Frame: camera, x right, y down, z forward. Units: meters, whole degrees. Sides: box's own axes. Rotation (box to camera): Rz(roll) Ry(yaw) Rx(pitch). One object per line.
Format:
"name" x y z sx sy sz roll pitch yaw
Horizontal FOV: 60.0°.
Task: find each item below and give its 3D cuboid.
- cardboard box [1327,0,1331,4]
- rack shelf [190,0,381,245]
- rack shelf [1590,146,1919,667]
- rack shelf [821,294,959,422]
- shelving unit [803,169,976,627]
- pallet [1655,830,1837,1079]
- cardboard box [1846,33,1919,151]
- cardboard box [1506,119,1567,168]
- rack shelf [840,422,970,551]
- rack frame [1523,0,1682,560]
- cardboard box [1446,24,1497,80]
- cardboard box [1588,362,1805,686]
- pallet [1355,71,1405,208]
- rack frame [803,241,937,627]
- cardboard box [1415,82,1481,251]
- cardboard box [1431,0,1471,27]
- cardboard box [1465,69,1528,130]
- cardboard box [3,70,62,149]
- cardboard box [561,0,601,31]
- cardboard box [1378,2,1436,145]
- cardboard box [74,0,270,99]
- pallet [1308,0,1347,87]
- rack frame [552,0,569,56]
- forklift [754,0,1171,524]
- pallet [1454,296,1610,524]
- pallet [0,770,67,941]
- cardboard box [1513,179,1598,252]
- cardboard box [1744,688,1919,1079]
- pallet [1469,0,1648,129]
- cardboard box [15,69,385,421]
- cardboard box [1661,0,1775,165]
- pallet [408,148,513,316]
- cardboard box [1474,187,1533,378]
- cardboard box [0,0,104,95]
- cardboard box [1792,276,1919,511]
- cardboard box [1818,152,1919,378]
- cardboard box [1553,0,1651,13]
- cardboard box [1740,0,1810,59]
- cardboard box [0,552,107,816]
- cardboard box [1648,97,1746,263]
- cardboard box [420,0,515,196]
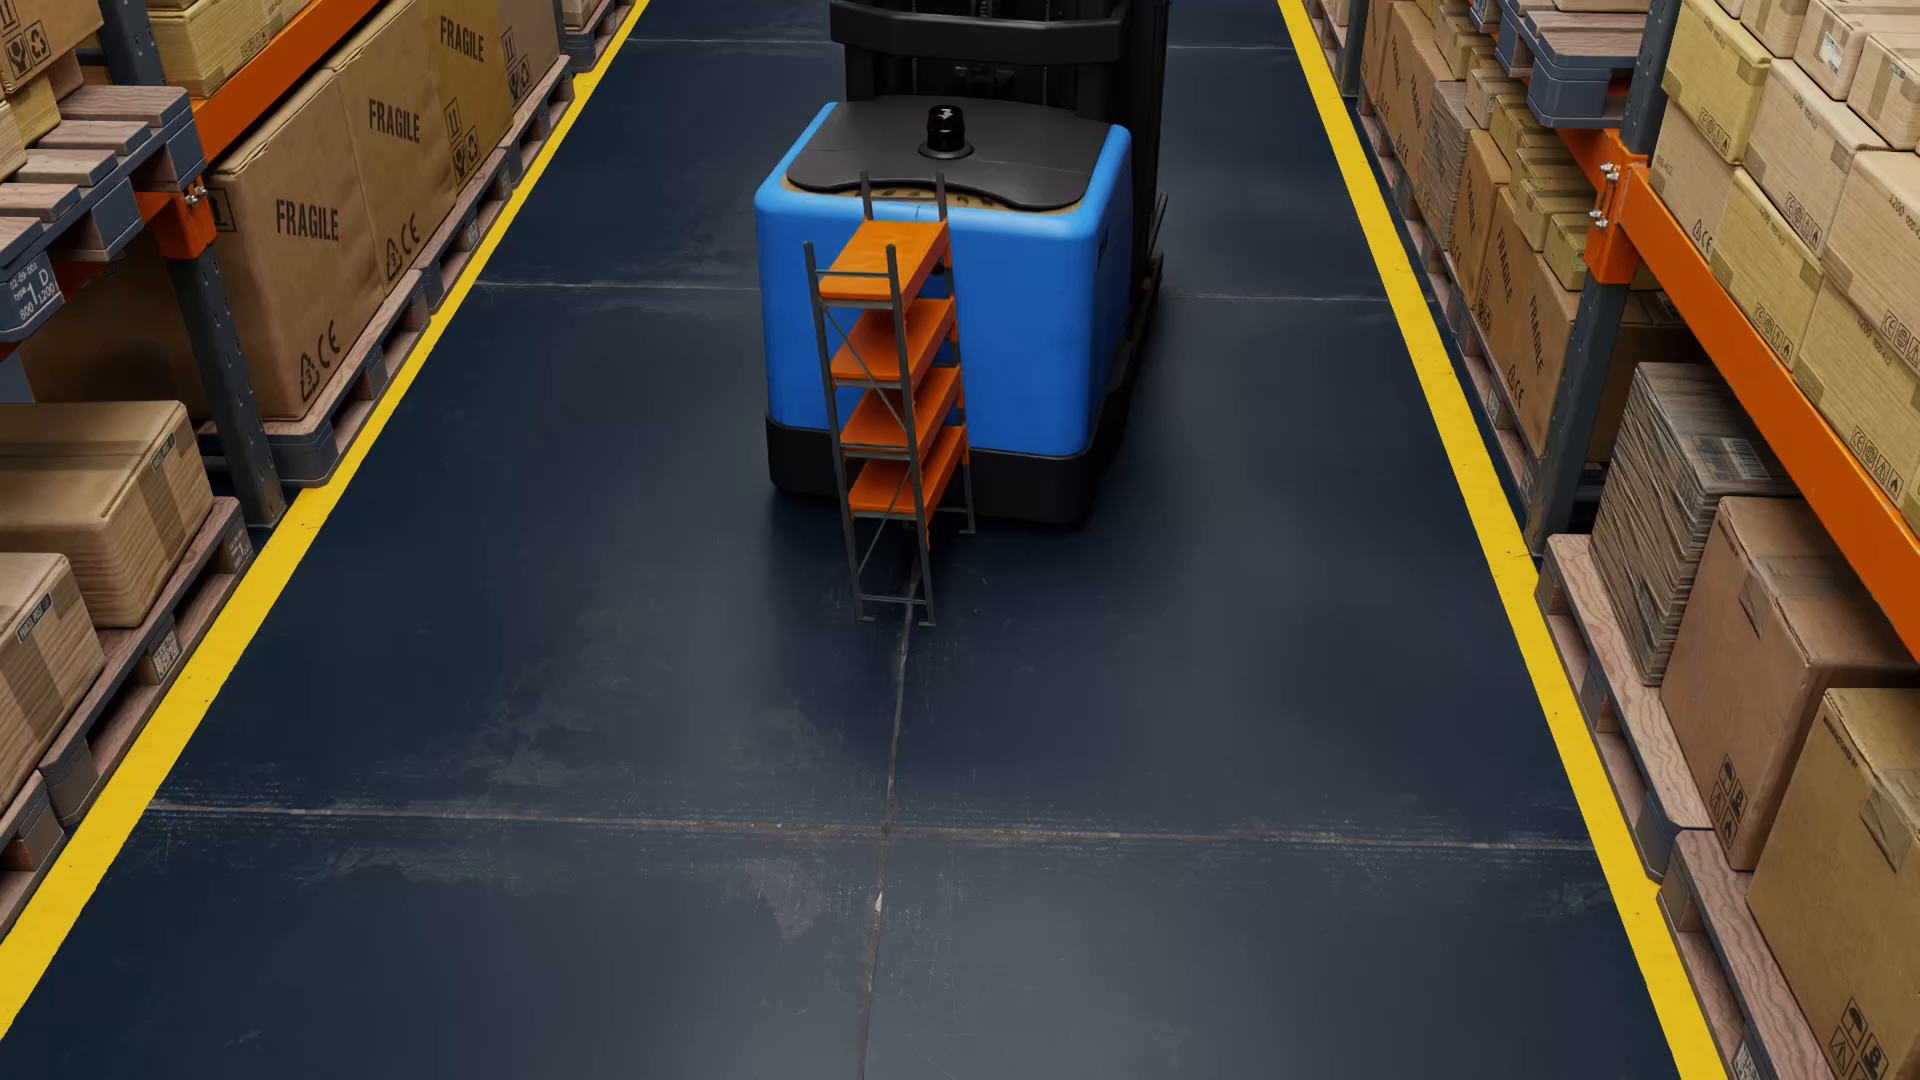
"cardboard box" 2.182 -3.073 9.027 0.396 0.266 0.258 3 35 4
"rack shelf" -2.601 -2.157 6.337 1.077 0.370 4.000 1 35 2
"rack shelf" 2.198 0.253 2.906 1.077 0.370 4.000 1 35 2
"rack shelf" -0.187 -0.520 4.658 0.258 0.148 0.480 4 35 14
"shelving unit" -0.174 -0.390 4.745 0.258 1.200 0.503 4 35 14
"pallet" 2.155 1.122 3.470 1.003 0.211 1.213 1 35 2
"cardboard box" 1.979 -0.868 3.225 0.380 0.149 0.250 2 35 2
"cardboard box" 2.136 -1.353 5.810 0.380 0.149 0.250 2 35 3
"rack shelf" -0.153 -0.170 4.893 0.258 0.148 0.480 4 35 14
"rack frame" 2.278 -1.190 4.335 1.000 3.000 0.127 1 35 2
"cardboard box" 2.169 -1.951 6.662 0.380 0.149 0.250 3 35 4
"cardboard box" 2.240 -0.032 4.387 0.875 0.625 0.625 2 35 3
"pallet" 2.444 -1.879 7.740 1.003 0.211 1.213 1 35 2
"rack frame" -0.234 -0.254 4.551 0.240 1.200 0.015 4 35 14
"cardboard box" 2.132 -1.474 6.547 0.500 0.500 0.500 0 35 0
"cardboard box" 2.229 -2.236 7.068 0.380 0.149 0.250 1 35 1
"cardboard box" 2.126 -1.655 6.241 0.380 0.149 0.250 0 35 0
"cardboard box" -2.398 -1.022 3.949 0.380 0.149 0.250 2 35 3
"cardboard box" -2.388 -3.082 8.890 0.875 0.438 0.875 1 35 1
"cardboard box" 2.183 -2.058 7.379 0.500 0.500 0.500 1 35 1
"cardboard box" -2.410 -1.517 4.930 0.500 0.250 0.500 1 35 1
"pallet" 2.468 -2.742 8.968 1.003 0.211 1.213 1 35 2
"rack frame" -2.521 -3.601 7.765 1.000 3.000 0.127 1 35 2
"forklift" 0.196 -2.094 5.680 1.130 2.935 3.031 7 36 10
"pallet" 2.346 -0.477 5.746 1.003 0.211 1.213 1 35 2
"pallet" -2.766 0.986 3.663 1.003 0.211 1.213 1 35 2
"cardboard box" 2.025 -1.052 5.382 0.380 0.149 0.250 0 35 -1
"cardboard box" 2.194 0.730 3.302 0.875 0.625 0.625 0 35 0
"pallet" 2.236 -1.503 4.946 1.213 0.211 1.003 1 35 2
"cardboard box" -2.571 -1.000 5.547 0.875 0.875 0.875 1 35 1
"cardboard box" 1.992 -1.085 3.880 0.500 0.250 0.500 1 35 2
"pallet" -2.523 -1.312 6.933 1.003 0.211 1.213 1 35 2
"cardboard box" 2.111 -0.874 5.694 0.500 0.500 0.500 1 35 1
"cardboard box" -2.422 -1.369 3.879 0.500 0.500 0.500 0 35 1
"cardboard box" 1.978 -0.294 3.191 0.500 0.250 0.500 0 35 0
"cardboard box" 1.956 -0.496 3.043 0.500 0.250 0.500 0 35 1
"cardboard box" 1.921 -1.645 4.836 0.380 0.149 0.250 2 35 3
"cardboard box" 1.962 -1.167 3.650 0.380 0.149 0.250 2 35 3
"cardboard box" -2.736 0.349 4.064 0.950 0.372 0.625 1 35 1
"cardboard box" 2.016 -0.879 4.023 0.500 0.250 0.500 1 35 2
"cardboard box" -2.494 -2.026 7.007 0.875 0.875 0.875 2 35 3
